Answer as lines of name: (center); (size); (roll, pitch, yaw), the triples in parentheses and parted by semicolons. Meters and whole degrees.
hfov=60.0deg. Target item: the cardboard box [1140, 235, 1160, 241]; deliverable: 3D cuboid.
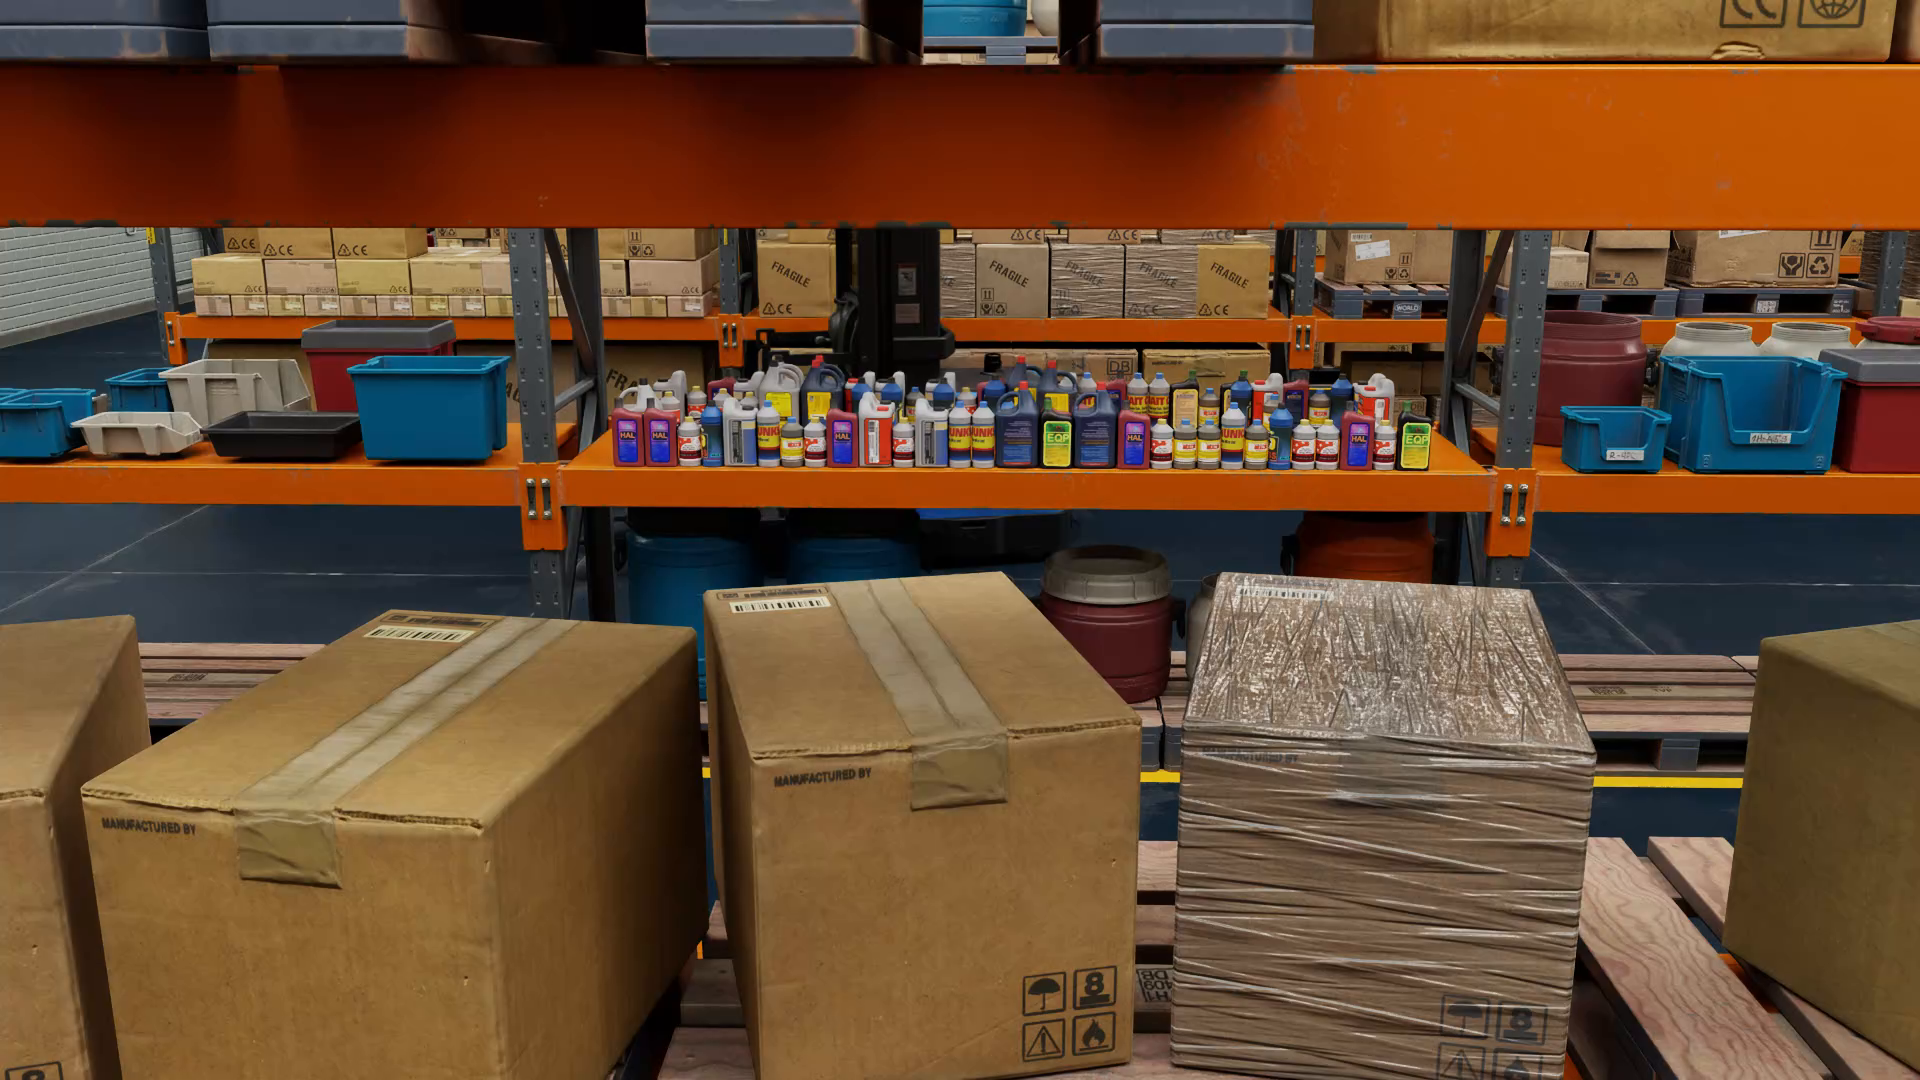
cardboard box: (1.404, -1.975, 12.250); (0.500, 0.500, 0.500); (0, 15, 0)

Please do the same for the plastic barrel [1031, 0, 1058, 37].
plastic barrel: (0.496, -2.281, 6.634); (0.433, 0.535, 0.433); (0, 15, 0)

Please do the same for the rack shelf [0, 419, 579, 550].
rack shelf: (-3.726, -0.280, 7.430); (4.000, 0.370, 1.077); (0, 15, 1)

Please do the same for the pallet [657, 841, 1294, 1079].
pallet: (0.198, 0.756, 2.470); (1.213, 0.211, 1.003); (0, 15, 1)

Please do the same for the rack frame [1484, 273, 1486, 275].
rack frame: (6.650, -4.353, 21.458); (0.127, 3.000, 1.000); (0, 15, 1)

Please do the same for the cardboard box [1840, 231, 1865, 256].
cardboard box: (8.614, -3.153, 16.619); (0.500, 0.550, 0.875); (0, 15, 1)

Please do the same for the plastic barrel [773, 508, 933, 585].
plastic barrel: (-0.475, 0.210, 7.455); (0.708, 0.901, 0.600); (0, 15, 1)

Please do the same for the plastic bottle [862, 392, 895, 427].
plastic bottle: (-0.344, -0.487, 7.049); (0.135, 0.276, 0.152); (0, 15, 1)

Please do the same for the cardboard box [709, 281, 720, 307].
cardboard box: (-1.887, -1.843, 12.437); (0.250, 0.149, 0.380); (0, 15, 2)

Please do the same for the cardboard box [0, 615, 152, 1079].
cardboard box: (-1.389, 0.458, 2.207); (0.500, 0.500, 0.700); (-5, 16, -17)

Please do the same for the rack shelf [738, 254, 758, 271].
rack shelf: (-3.372, -2.807, 17.009); (4.000, 0.370, 1.077); (0, 15, 1)

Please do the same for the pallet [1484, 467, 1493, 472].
pallet: (4.396, -0.489, 12.279); (1.213, 0.211, 1.003); (0, 15, 1)

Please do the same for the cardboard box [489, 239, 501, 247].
cardboard box: (-4.533, -2.954, 16.649); (0.250, 0.149, 0.380); (0, 15, 0)

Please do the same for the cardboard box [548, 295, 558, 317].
cardboard box: (-2.942, -1.681, 11.824); (0.250, 0.149, 0.380); (1, 15, 2)

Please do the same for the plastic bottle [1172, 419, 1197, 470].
plastic bottle: (0.927, -0.397, 6.853); (0.097, 0.201, 0.097); (0, 15, 0)

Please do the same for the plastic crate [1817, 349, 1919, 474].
plastic crate: (3.880, -0.531, 6.846); (0.583, 0.464, 0.402); (0, 15, 1)

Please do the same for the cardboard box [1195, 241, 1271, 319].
cardboard box: (1.899, -1.840, 11.737); (0.500, 0.500, 0.500); (1, 15, 3)

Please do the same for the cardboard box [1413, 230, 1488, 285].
cardboard box: (3.500, -2.131, 12.019); (0.500, 0.500, 0.700); (3, 15, 10)

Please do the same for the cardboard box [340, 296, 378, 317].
cardboard box: (-4.225, -1.689, 11.856); (0.250, 0.149, 0.380); (0, 15, 0)

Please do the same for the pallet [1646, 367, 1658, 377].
pallet: (7.383, -1.716, 16.932); (1.213, 0.211, 1.003); (0, 15, 1)

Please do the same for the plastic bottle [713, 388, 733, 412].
plastic bottle: (-1.076, -0.588, 7.578); (0.097, 0.201, 0.097); (0, 15, 0)

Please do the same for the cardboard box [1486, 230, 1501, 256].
cardboard box: (5.086, -3.080, 16.437); (0.500, 0.500, 0.500); (1, 15, 2)

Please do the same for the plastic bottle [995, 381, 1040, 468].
plastic bottle: (0.238, -0.479, 6.874); (0.185, 0.351, 0.144); (0, 15, 1)

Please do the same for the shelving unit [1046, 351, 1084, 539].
shelving unit: (0.673, -0.615, 10.818); (0.189, 1.200, 0.258); (-3, 15, -11)

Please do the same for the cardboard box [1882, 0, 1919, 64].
cardboard box: (1.195, -0.821, 1.997); (0.500, 0.500, 0.910); (0, 15, 1)

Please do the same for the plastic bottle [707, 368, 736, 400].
plastic bottle: (-1.092, -0.648, 7.645); (0.133, 0.283, 0.061); (0, 15, 1)

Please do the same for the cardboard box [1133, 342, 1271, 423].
cardboard box: (1.709, -1.037, 12.232); (0.875, 0.875, 1.225); (0, 15, -1)

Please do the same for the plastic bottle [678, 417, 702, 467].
plastic bottle: (-1.122, -0.410, 6.904); (0.097, 0.201, 0.097); (0, 15, 0)

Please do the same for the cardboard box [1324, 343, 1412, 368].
cardboard box: (4.107, -2.199, 16.882); (0.750, 0.750, 1.050); (1, 15, 2)

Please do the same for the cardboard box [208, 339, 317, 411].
cardboard box: (-4.957, -1.095, 12.454); (0.875, 0.875, 0.875); (0, 15, 1)

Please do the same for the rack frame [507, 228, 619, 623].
rack frame: (-1.727, -0.614, 7.289); (0.127, 3.000, 1.000); (0, 15, 1)

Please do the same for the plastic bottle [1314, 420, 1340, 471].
plastic bottle: (1.511, -0.393, 6.839); (0.097, 0.201, 0.097); (0, 15, 0)

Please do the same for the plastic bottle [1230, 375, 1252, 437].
plastic bottle: (1.268, -0.607, 7.511); (0.097, 0.271, 0.097); (0, 15, 0)

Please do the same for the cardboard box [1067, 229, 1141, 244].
cardboard box: (1.017, -2.399, 11.889); (0.637, 0.503, 0.797); (1, 15, 3)

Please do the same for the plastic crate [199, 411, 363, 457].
plastic crate: (-2.853, -0.449, 7.084); (0.590, 0.125, 0.437); (0, 15, 1)

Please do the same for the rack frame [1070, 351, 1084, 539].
rack frame: (0.763, -0.619, 10.834); (0.006, 1.200, 0.240); (-3, 15, -11)

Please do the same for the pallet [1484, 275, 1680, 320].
pallet: (4.378, -1.756, 11.992); (1.213, 0.211, 1.003); (0, 15, 1)

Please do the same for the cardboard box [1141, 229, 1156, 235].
cardboard box: (1.873, -3.085, 16.323); (0.250, 0.149, 0.380); (0, 15, 1)

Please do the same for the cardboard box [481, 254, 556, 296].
cardboard box: (-3.076, -1.891, 11.837); (0.500, 0.250, 0.500); (1, 15, 3)

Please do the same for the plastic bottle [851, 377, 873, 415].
plastic bottle: (-0.440, -0.594, 7.465); (0.097, 0.271, 0.097); (0, 15, 0)

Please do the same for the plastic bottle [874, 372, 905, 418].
plastic bottle: (-0.321, -0.628, 7.582); (0.135, 0.276, 0.152); (0, 15, 1)

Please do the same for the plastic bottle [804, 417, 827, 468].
plastic bottle: (-0.598, -0.407, 6.891); (0.097, 0.201, 0.097); (0, 15, 0)

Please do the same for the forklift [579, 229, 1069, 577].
forklift: (-0.889, -1.343, 10.185); (3.031, 2.935, 1.130); (-3, 15, -11)

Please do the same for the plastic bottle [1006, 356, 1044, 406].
plastic bottle: (0.302, -0.661, 7.561); (0.185, 0.351, 0.144); (0, 15, 1)

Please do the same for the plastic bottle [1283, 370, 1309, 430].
plastic bottle: (1.520, -0.631, 7.580); (0.133, 0.283, 0.061); (0, 15, 1)

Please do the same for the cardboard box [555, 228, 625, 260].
cardboard box: (-2.567, -2.250, 11.731); (0.500, 0.500, 0.500); (1, 15, 2)

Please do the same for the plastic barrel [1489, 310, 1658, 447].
plastic barrel: (2.744, -0.728, 7.454); (0.708, 0.536, 0.600); (0, 15, 1)

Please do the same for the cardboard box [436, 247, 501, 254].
cardboard box: (-3.571, -2.030, 12.366); (0.500, 0.250, 0.500); (0, 15, 2)

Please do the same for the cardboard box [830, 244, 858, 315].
cardboard box: (-0.644, -1.856, 11.799); (0.500, 0.500, 0.500); (0, 15, 2)

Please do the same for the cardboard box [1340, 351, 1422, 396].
cardboard box: (3.069, -1.221, 12.157); (0.500, 0.250, 0.500); (1, 15, 4)

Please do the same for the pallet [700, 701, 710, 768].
pallet: (-0.956, 0.750, 7.585); (1.213, 0.211, 1.003); (0, 15, 1)

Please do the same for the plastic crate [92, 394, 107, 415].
plastic crate: (-4.041, -0.584, 7.574); (0.250, 0.136, 0.298); (0, 15, 1)

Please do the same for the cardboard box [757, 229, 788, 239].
cardboard box: (-1.863, -3.265, 16.556); (0.500, 0.500, 0.500); (0, 15, 2)

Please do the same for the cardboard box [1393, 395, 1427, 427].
cardboard box: (3.069, -0.856, 12.243); (0.500, 0.500, 0.700); (0, 15, -2)

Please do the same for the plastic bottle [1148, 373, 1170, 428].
plastic bottle: (0.906, -0.624, 7.579); (0.097, 0.271, 0.097); (0, 15, 0)
